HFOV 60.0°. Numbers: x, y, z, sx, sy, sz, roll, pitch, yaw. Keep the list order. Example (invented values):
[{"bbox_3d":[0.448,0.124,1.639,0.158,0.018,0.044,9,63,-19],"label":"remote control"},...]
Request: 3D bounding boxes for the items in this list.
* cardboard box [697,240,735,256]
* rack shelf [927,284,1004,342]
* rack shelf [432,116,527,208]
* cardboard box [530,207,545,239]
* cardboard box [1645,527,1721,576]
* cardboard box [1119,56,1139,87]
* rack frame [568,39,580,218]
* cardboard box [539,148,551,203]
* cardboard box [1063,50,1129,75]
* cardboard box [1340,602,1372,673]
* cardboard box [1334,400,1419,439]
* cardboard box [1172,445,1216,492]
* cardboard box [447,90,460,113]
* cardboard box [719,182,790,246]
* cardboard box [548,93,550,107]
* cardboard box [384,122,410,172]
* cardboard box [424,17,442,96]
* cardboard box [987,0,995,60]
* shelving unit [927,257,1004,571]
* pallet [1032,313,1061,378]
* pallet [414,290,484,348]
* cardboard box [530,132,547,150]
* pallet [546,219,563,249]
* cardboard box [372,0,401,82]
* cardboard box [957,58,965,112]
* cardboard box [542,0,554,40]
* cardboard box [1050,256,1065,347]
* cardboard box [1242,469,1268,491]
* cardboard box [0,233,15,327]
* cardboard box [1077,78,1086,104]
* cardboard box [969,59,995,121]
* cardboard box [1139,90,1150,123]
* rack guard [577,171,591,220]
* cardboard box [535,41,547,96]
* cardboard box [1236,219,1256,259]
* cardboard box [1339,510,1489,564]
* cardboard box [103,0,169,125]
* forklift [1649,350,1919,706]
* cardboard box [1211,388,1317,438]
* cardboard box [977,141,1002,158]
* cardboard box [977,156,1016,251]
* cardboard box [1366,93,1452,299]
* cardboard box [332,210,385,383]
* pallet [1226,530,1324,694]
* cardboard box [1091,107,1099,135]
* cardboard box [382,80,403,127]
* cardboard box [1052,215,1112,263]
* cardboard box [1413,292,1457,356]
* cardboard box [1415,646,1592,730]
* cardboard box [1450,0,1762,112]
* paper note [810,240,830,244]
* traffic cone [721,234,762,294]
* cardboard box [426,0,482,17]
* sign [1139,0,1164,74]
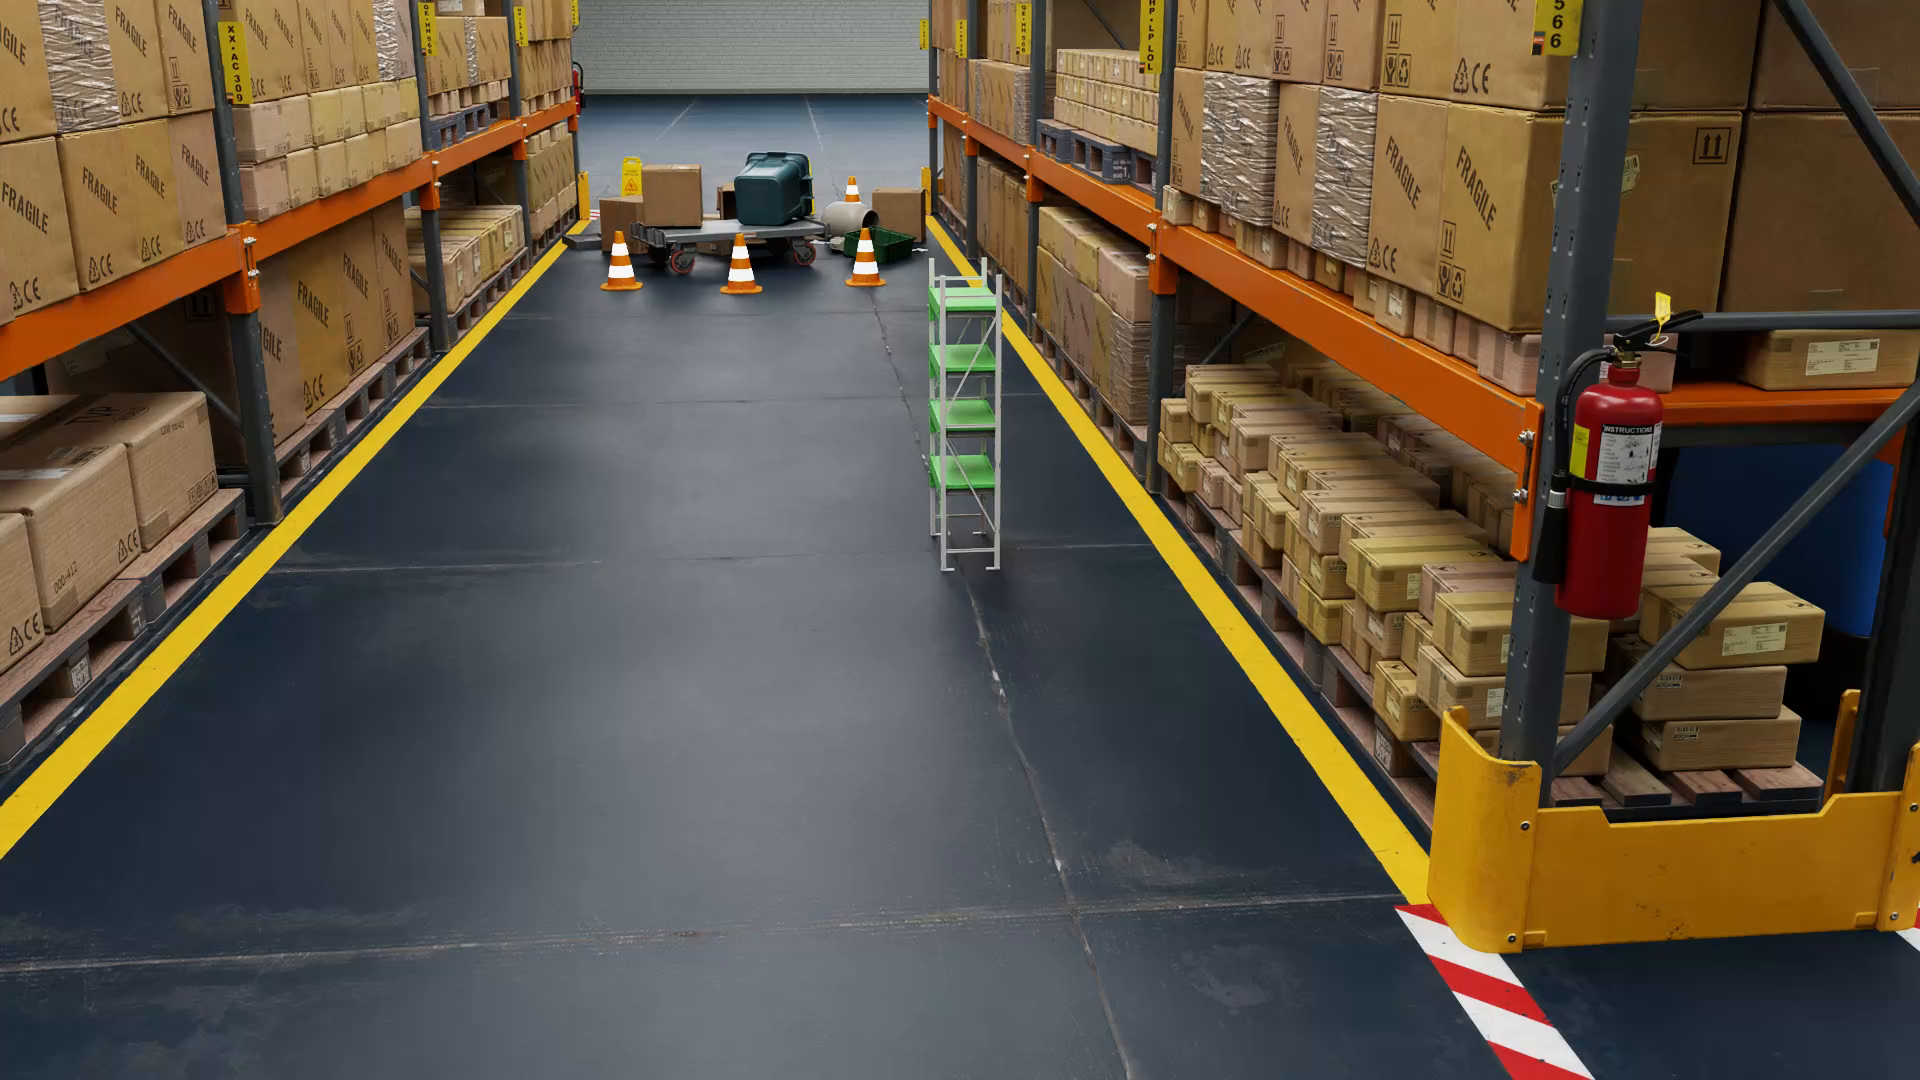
[{"bbox_3d":[-2.300,-2.876,15.896,0.396,0.266,0.258,16,24,42],"label":"cardboard box"},{"bbox_3d":[0.017,-0.920,6.716,0.258,0.148,0.480,-2,18,-6],"label":"rack shelf"},{"bbox_3d":[-4.144,-2.933,12.711,1.077,0.370,4.000,-2,18,-6],"label":"rack shelf"},{"bbox_3d":[-4.143,-2.944,15.437,0.500,0.250,0.500,-3,18,-8],"label":"cardboard box"},{"bbox_3d":[2.038,0.072,5.004,0.380,0.149,0.250,-2,18,-6],"label":"cardboard box"},{"bbox_3d":[1.050,-2.458,8.723,0.380,0.149,0.250,-2,18,-7],"label":"cardboard box"},{"bbox_3d":[-4.763,-5.063,18.298,1.000,3.000,0.127,-2,18,-6],"label":"rack frame"},{"bbox_3d":[-4.210,-3.461,15.832,0.500,0.500,0.500,-1,17,-3],"label":"cardboard box"},{"bbox_3d":[0.861,-3.004,10.462,0.380,0.149,0.250,-2,18,-7],"label":"cardboard box"},{"bbox_3d":[1.431,0.302,5.266,0.380,0.149,0.250,-2,18,-5],"label":"cardboard box"},{"bbox_3d":[1.731,-0.469,6.728,0.380,0.149,0.250,-1,17,-4],"label":"cardboard box"},{"bbox_3d":[1.133,-0.314,7.227,0.380,0.149,0.250,-1,17,-4],"label":"cardboard box"},{"bbox_3d":[-3.772,-3.114,11.806,0.380,0.149,0.250,-2,18,-5],"label":"cardboard box"},{"bbox_3d":[-1.959,-3.214,16.347,0.797,0.637,0.503,-2,18,-6],"label":"cardboard box"},{"bbox_3d":[-4.240,-4.311,16.321,0.380,0.149,0.250,-2,18,-6],"label":"cardboard box"},{"bbox_3d":[-3.559,-2.314,9.790,0.500,0.250,0.500,-1,17,-5],"label":"cardboard box"},{"bbox_3d":[-3.754,-3.211,11.033,0.500,0.500,0.500,-2,18,-7],"label":"cardboard box"},{"bbox_3d":[0.620,-4.432,14.449,0.700,0.500,0.500,-2,18,-7],"label":"cardboard box"},{"bbox_3d":[0.017,-0.523,6.840,0.258,1.200,0.503,-2,18,-6],"label":"shelving unit"},{"bbox_3d":[1.054,-1.300,10.965,1.003,0.211,1.213,-2,18,-6],"label":"pallet"},{"bbox_3d":[-4.017,-1.582,11.865,1.003,0.211,1.213,-2,18,-6],"label":"pallet"},{"bbox_3d":[-4.151,-3.804,15.840,0.380,0.149,0.250,-1,17,-4],"label":"cardboard box"},{"bbox_3d":[-4.584,-3.105,16.714,1.003,0.211,1.213,-2,18,-6],"label":"pallet"},{"bbox_3d":[-3.563,-2.906,9.590,0.500,0.500,0.500,-1,17,-5],"label":"cardboard box"},{"bbox_3d":[0.434,-4.399,15.931,0.875,0.550,0.550,-2,18,-6],"label":"cardboard box"},{"bbox_3d":[-4.236,-4.979,15.697,0.700,0.500,0.500,-2,18,-7],"label":"cardboard box"},{"bbox_3d":[0.850,-1.502,10.427,0.500,0.500,0.500,-2,17,-5],"label":"cardboard box"},{"bbox_3d":[1.313,-0.228,6.458,0.380,0.149,0.250,-1,17,-3],"label":"cardboard box"},{"bbox_3d":[-2.991,-0.798,4.544,0.500,0.500,0.500,-2,18,-6],"label":"cardboard box"},{"bbox_3d":[0.913,-2.700,9.991,0.380,0.149,0.250,-2,18,-5],"label":"cardboard box"},{"bbox_3d":[0.349,-3.937,14.544,0.500,0.500,0.500,-2,17,-5],"label":"cardboard box"},{"bbox_3d":[1.099,-2.159,8.267,0.380,0.149,0.250,-1,17,-3],"label":"cardboard box"},{"bbox_3d":[-4.755,-3.848,18.600,1.175,0.500,0.348,-2,18,-6],"label":"rack guard"},{"bbox_3d":[-4.232,-4.500,15.839,0.500,0.500,0.500,-2,18,-6],"label":"cardboard box"},{"bbox_3d":[1.255,-1.146,6.239,0.380,0.149,0.250,-1,17,-5],"label":"cardboard box"},{"bbox_3d":[1.408,0.018,5.179,0.380,0.149,0.250,-2,18,-8],"label":"cardboard box"},{"bbox_3d":[-3.158,-1.730,5.842,0.500,0.500,0.500,-2,18,-6],"label":"cardboard box"},{"bbox_3d":[3.021,-1.264,6.309,1.130,2.935,3.031,-3,18,-9],"label":"forklift"},{"bbox_3d":[1.262,-0.529,6.918,0.380,0.149,0.250,-2,18,-6],"label":"cardboard box"},{"bbox_3d":[0.567,-3.431,15.944,0.875,0.875,0.875,-2,17,-5],"label":"cardboard box"},{"bbox_3d":[0.716,-3.000,14.779,1.050,0.750,0.750,-2,18,-6],"label":"cardboard box"},{"bbox_3d":[1.450,-0.949,4.528,0.500,0.500,0.500,-2,18,-7],"label":"cardboard box"},{"bbox_3d":[-3.861,-1.392,9.450,0.875,0.875,0.875,-2,17,-5],"label":"cardboard box"},{"bbox_3d":[1.621,0.222,6.116,1.003,0.211,1.213,-2,18,-6],"label":"pallet"},{"bbox_3d":[0.959,-2.409,9.561,0.380,0.149,0.250,-2,17,-5],"label":"cardboard box"},{"bbox_3d":[-3.579,-2.558,9.732,0.500,0.250,0.500,-2,18,-7],"label":"cardboard box"},{"bbox_3d":[0.858,-1.865,10.328,0.500,0.250,0.500,-2,18,-6],"label":"cardboard box"},{"bbox_3d":[1.457,-0.598,4.492,0.380,0.149,0.250,-2,18,-6],"label":"cardboard box"},{"bbox_3d":[1.462,0.390,4.489,0.380,0.149,0.250,-2,18,-7],"label":"cardboard box"},{"bbox_3d":[1.506,-1.275,3.897,0.500,0.500,0.500,-2,18,-7],"label":"cardboard box"},{"bbox_3d":[-1.398,-2.983,16.639,0.172,0.023,0.155,4,18,13],"label":"paper note"},{"bbox_3d":[-1.805,-2.280,13.666,0.336,0.463,0.334,-2,18,-6],"label":"traffic cone"},{"bbox_3d":[-3.943,-4.155,12.956,0.380,0.149,0.250,-3,18,-8],"label":"cardboard box"},{"bbox_3d":[0.836,-2.205,7.261,0.100,0.325,0.005,-2,18,-6],"label":"sign"}]
